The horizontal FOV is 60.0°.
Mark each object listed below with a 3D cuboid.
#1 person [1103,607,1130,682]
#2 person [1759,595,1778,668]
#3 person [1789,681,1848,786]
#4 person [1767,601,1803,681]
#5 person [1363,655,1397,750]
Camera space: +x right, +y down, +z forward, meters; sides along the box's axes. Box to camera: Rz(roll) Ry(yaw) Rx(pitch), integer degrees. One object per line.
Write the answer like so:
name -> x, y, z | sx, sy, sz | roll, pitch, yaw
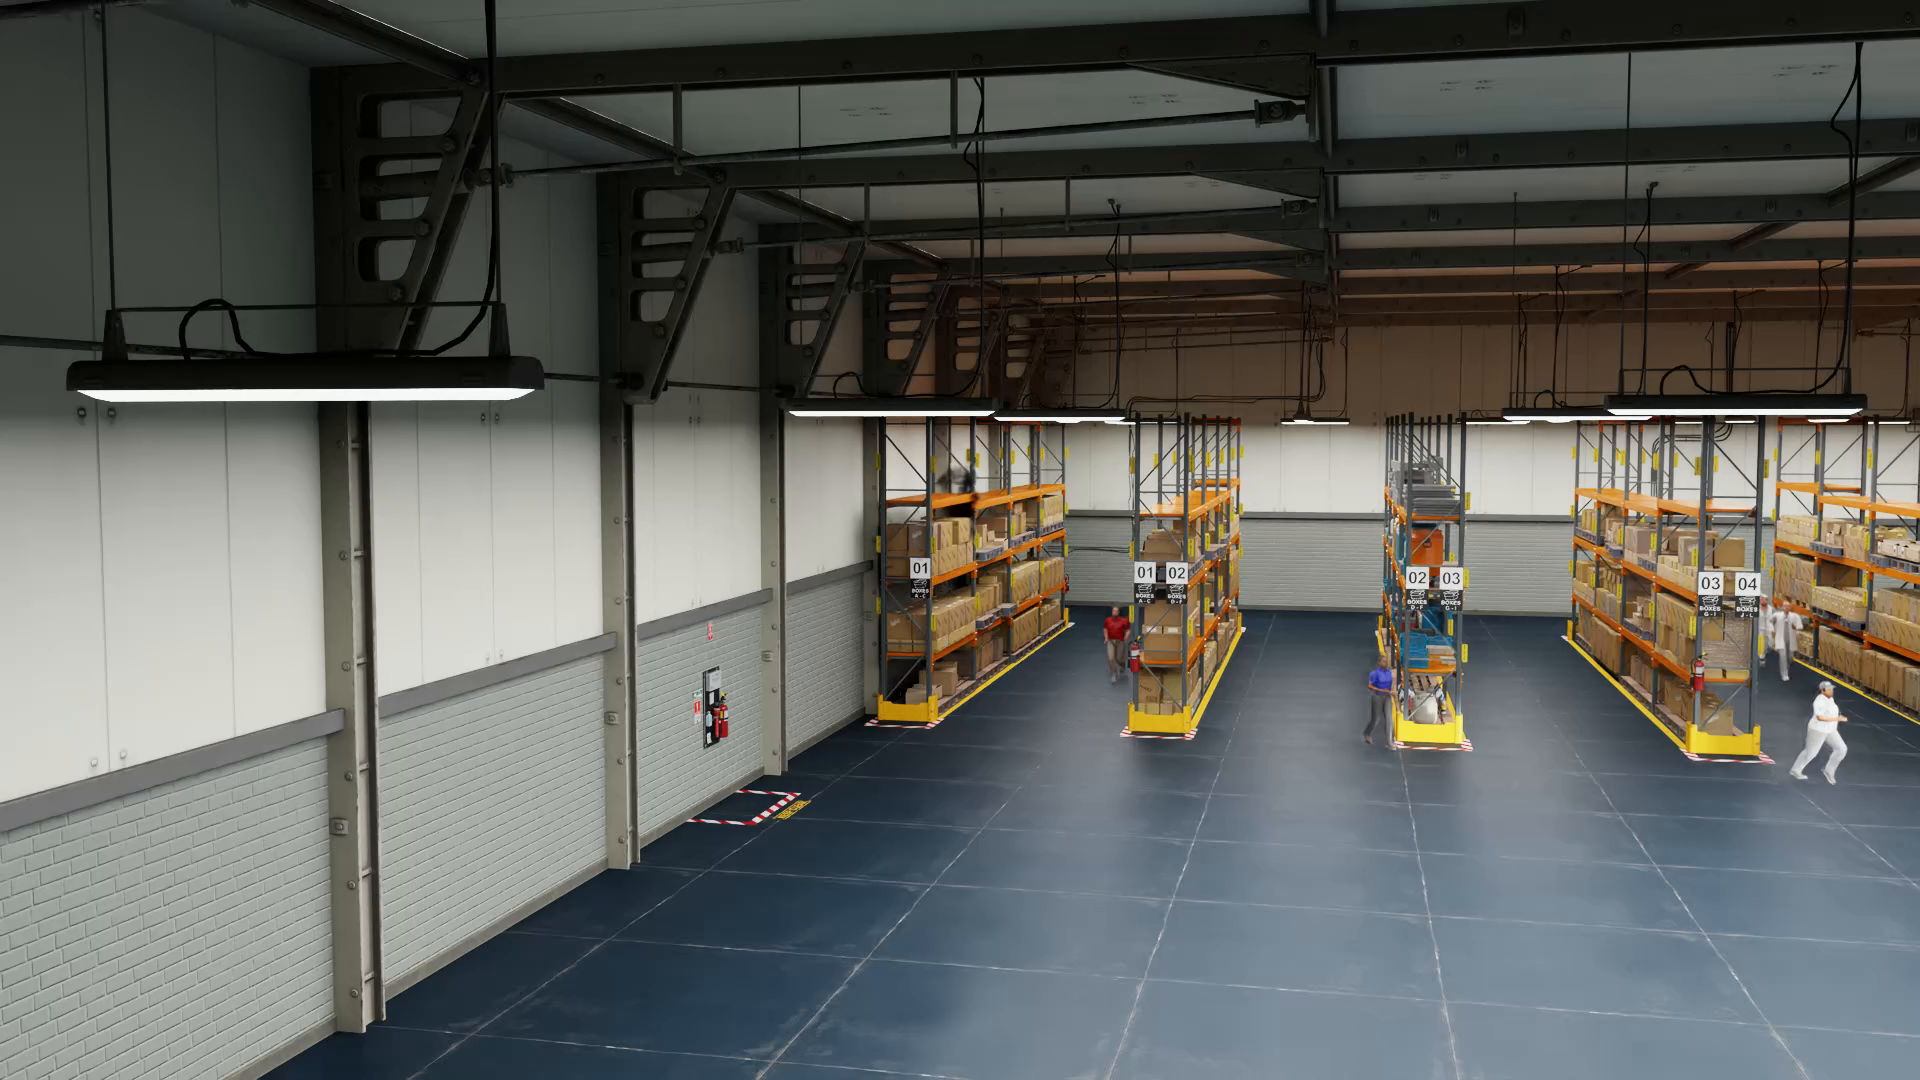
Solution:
person -> 3.549, 2.341, 37.710 | 0.646, 1.690, 0.770 | 1, 4, 15
person -> 19.190, 2.173, 39.661 | 0.661, 1.745, 0.548 | 1, 4, 18
person -> 13.844, 3.090, 26.707 | 0.613, 1.684, 0.856 | -3, 5, -34
person -> 18.704, 2.265, 37.686 | 0.709, 1.753, 1.057 | 1, 4, 15
person -> 7.520, 2.871, 29.632 | 0.593, 1.649, 0.817 | -1, 4, -19
